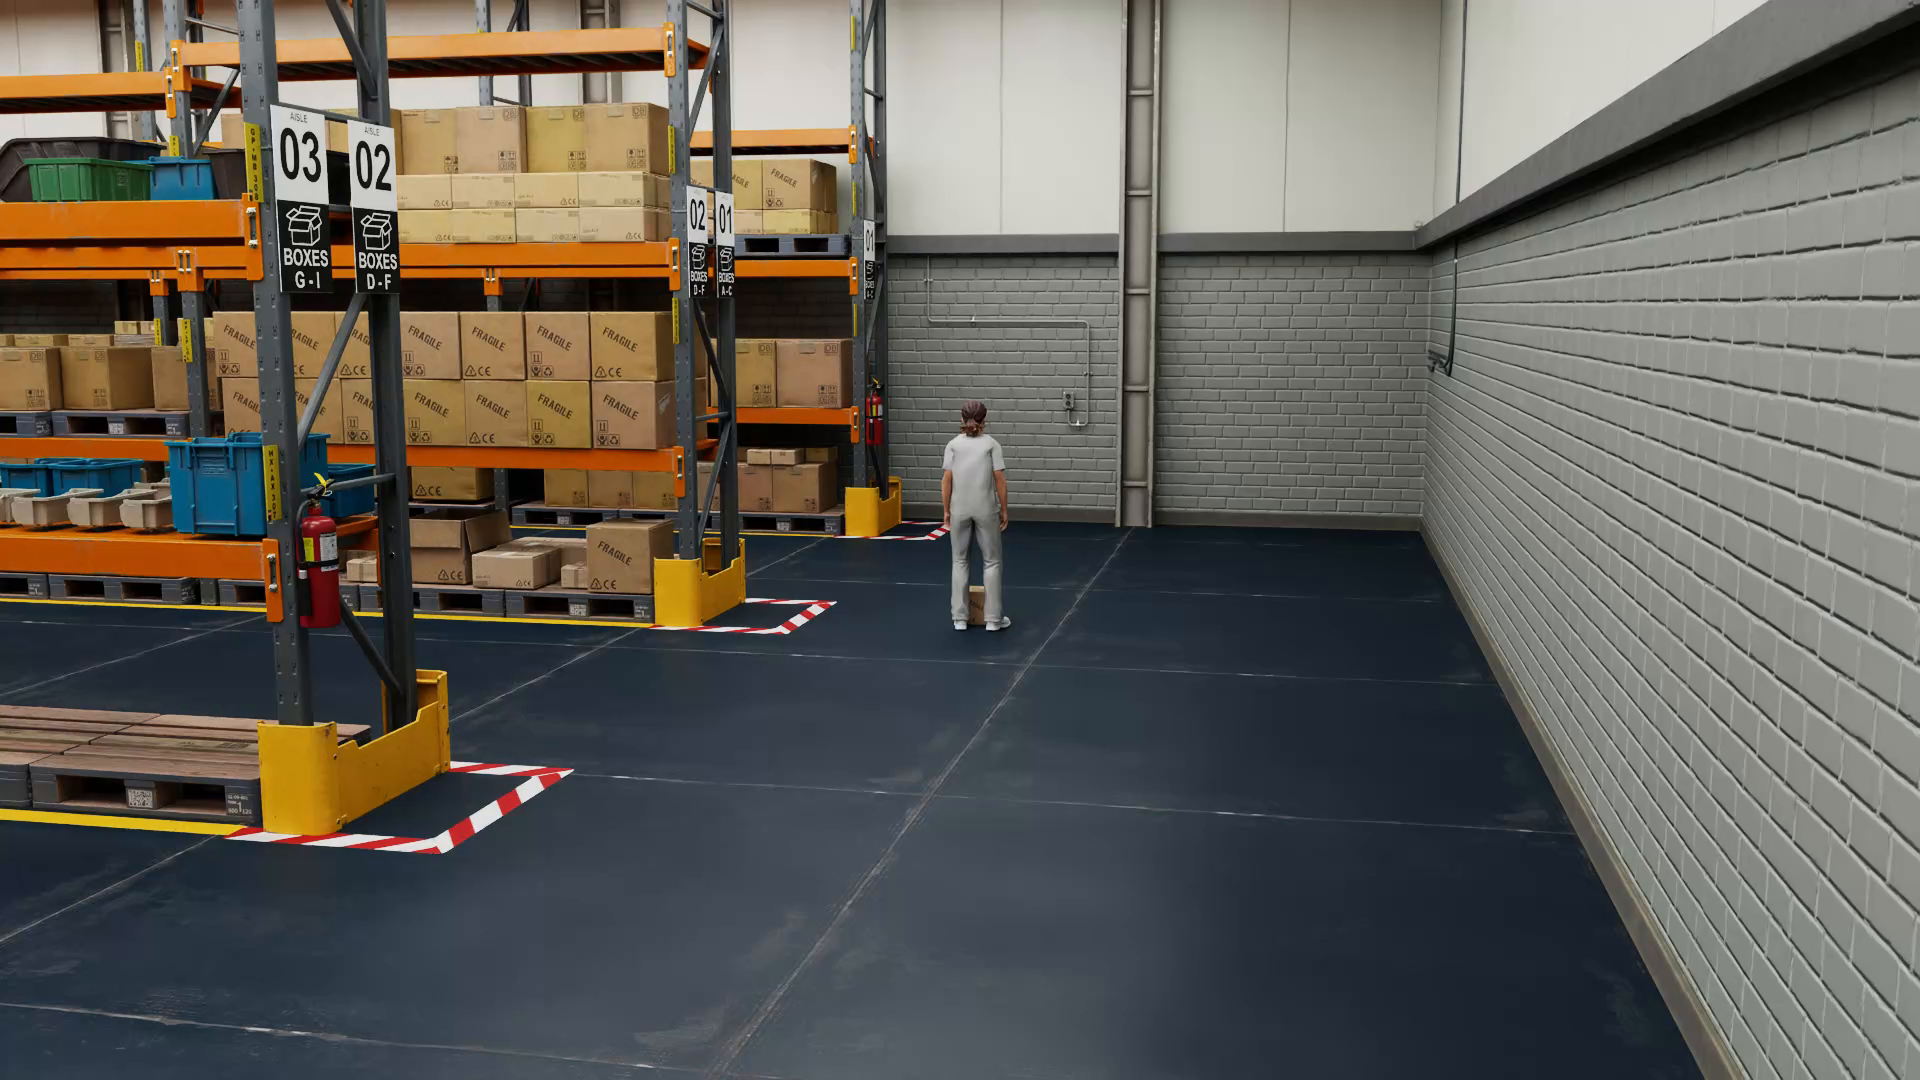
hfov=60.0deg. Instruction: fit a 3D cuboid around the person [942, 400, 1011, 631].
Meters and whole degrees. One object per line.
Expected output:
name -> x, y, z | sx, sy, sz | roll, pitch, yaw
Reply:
person -> 0.111, -0.170, 12.103 | 0.486, 1.651, 0.358 | 1, 8, 10
